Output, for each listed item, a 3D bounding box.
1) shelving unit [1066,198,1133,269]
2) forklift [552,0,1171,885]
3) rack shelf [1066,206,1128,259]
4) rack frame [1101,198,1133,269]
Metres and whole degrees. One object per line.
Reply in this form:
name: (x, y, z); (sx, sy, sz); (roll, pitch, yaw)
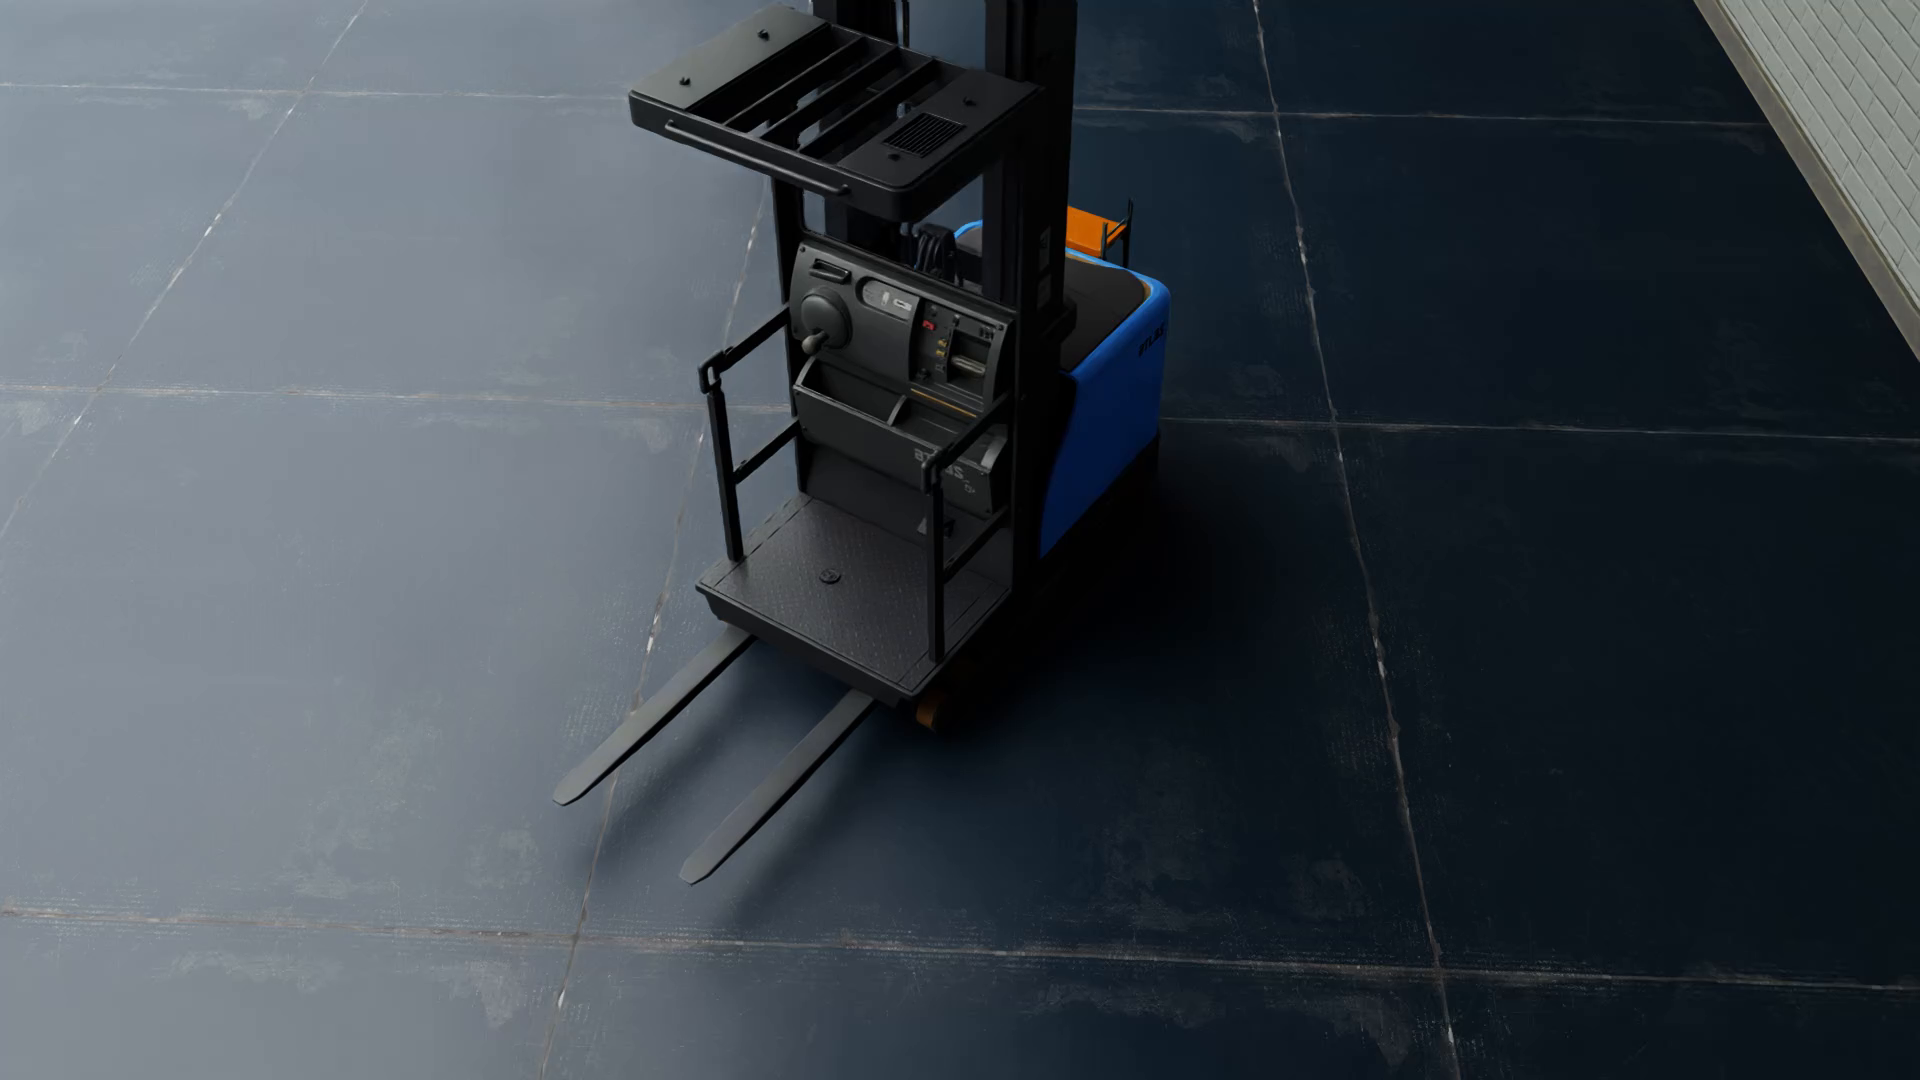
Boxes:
shelving unit: (0.471, -1.055, 7.587); (0.503, 1.200, 0.258); (24, 48, 24)
forklift: (-0.351, -0.702, 5.938); (1.130, 2.935, 3.031); (25, 48, 24)
rack shelf: (0.471, -1.342, 7.320); (0.480, 0.148, 0.258); (24, 48, 24)
rack frame: (0.674, -0.963, 7.489); (0.015, 1.200, 0.240); (24, 48, 24)
